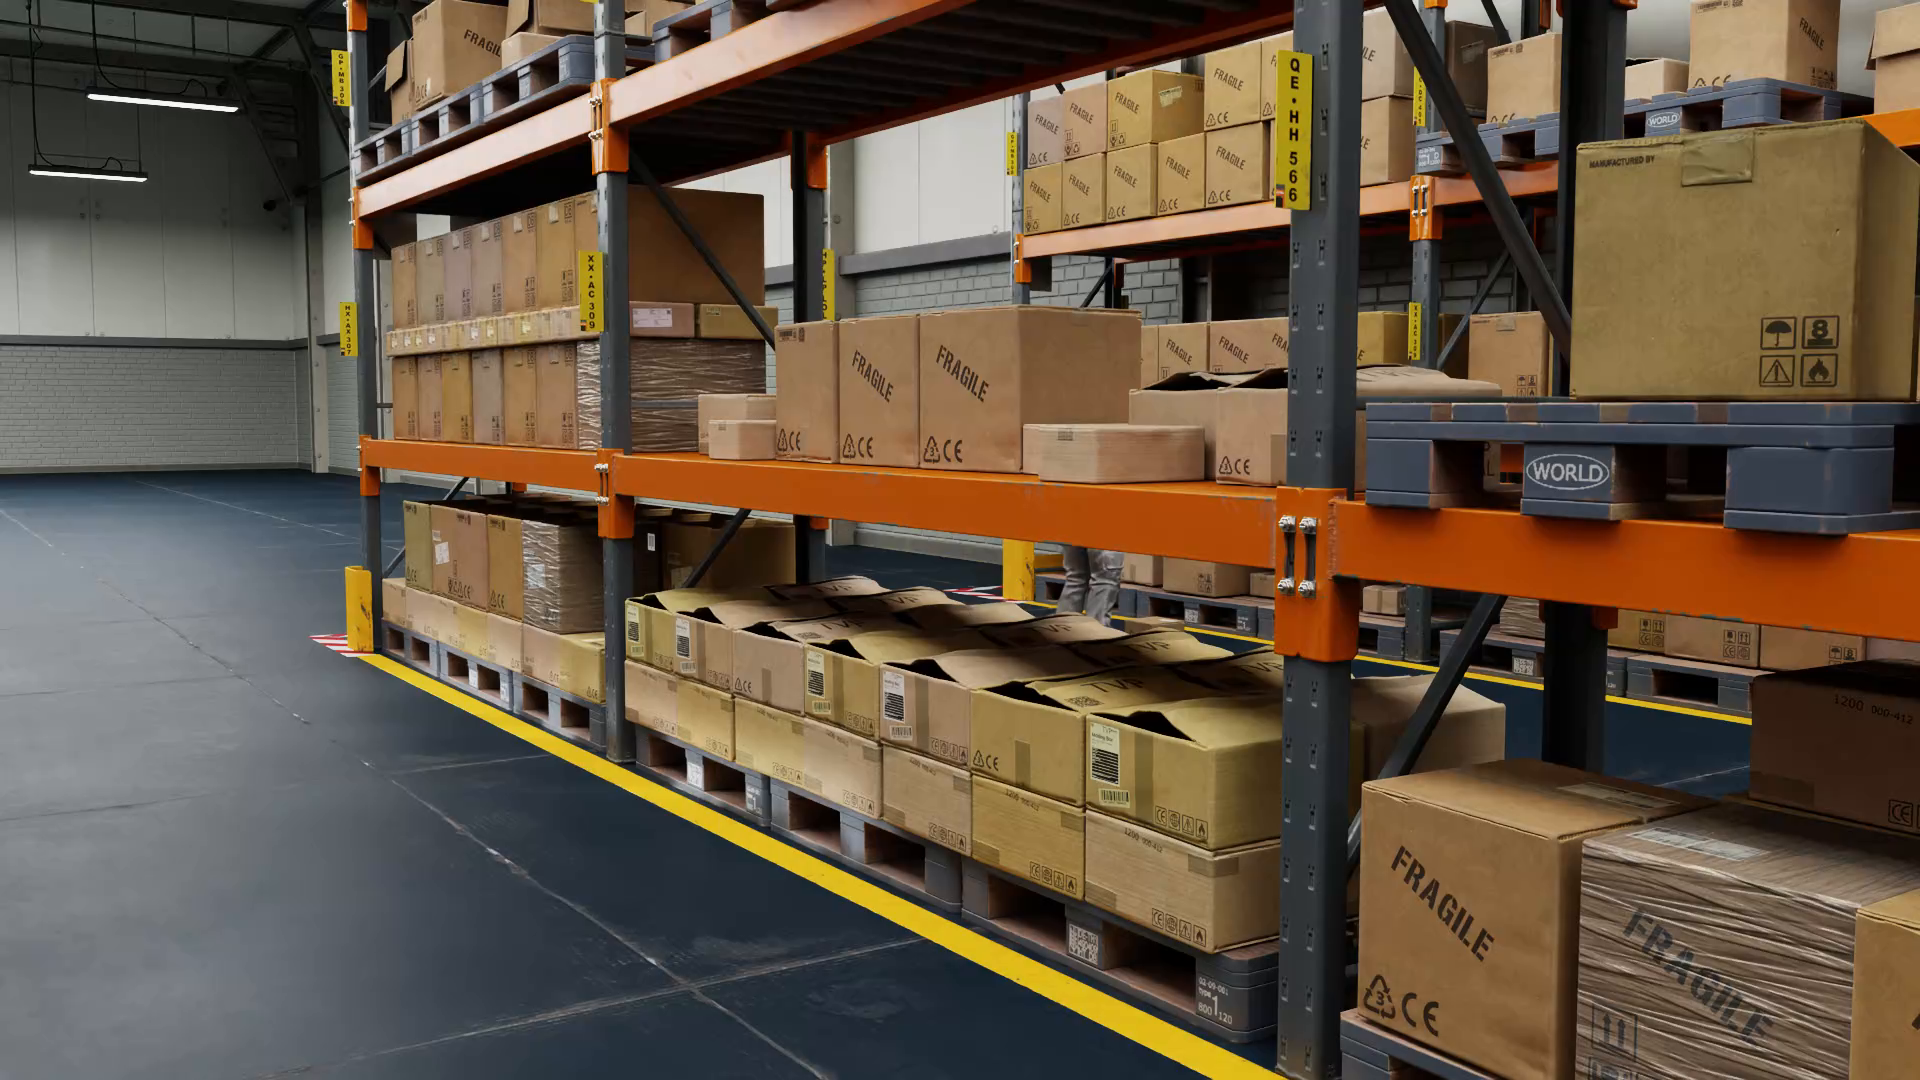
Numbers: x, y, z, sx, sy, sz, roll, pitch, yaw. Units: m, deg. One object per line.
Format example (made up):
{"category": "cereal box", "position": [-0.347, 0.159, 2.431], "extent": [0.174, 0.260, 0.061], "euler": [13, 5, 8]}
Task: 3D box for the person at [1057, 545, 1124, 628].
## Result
{"category": "person", "position": [0.734, -0.144, 9.457], "extent": [0.361, 1.779, 0.546], "euler": [-3, 5, -32]}
